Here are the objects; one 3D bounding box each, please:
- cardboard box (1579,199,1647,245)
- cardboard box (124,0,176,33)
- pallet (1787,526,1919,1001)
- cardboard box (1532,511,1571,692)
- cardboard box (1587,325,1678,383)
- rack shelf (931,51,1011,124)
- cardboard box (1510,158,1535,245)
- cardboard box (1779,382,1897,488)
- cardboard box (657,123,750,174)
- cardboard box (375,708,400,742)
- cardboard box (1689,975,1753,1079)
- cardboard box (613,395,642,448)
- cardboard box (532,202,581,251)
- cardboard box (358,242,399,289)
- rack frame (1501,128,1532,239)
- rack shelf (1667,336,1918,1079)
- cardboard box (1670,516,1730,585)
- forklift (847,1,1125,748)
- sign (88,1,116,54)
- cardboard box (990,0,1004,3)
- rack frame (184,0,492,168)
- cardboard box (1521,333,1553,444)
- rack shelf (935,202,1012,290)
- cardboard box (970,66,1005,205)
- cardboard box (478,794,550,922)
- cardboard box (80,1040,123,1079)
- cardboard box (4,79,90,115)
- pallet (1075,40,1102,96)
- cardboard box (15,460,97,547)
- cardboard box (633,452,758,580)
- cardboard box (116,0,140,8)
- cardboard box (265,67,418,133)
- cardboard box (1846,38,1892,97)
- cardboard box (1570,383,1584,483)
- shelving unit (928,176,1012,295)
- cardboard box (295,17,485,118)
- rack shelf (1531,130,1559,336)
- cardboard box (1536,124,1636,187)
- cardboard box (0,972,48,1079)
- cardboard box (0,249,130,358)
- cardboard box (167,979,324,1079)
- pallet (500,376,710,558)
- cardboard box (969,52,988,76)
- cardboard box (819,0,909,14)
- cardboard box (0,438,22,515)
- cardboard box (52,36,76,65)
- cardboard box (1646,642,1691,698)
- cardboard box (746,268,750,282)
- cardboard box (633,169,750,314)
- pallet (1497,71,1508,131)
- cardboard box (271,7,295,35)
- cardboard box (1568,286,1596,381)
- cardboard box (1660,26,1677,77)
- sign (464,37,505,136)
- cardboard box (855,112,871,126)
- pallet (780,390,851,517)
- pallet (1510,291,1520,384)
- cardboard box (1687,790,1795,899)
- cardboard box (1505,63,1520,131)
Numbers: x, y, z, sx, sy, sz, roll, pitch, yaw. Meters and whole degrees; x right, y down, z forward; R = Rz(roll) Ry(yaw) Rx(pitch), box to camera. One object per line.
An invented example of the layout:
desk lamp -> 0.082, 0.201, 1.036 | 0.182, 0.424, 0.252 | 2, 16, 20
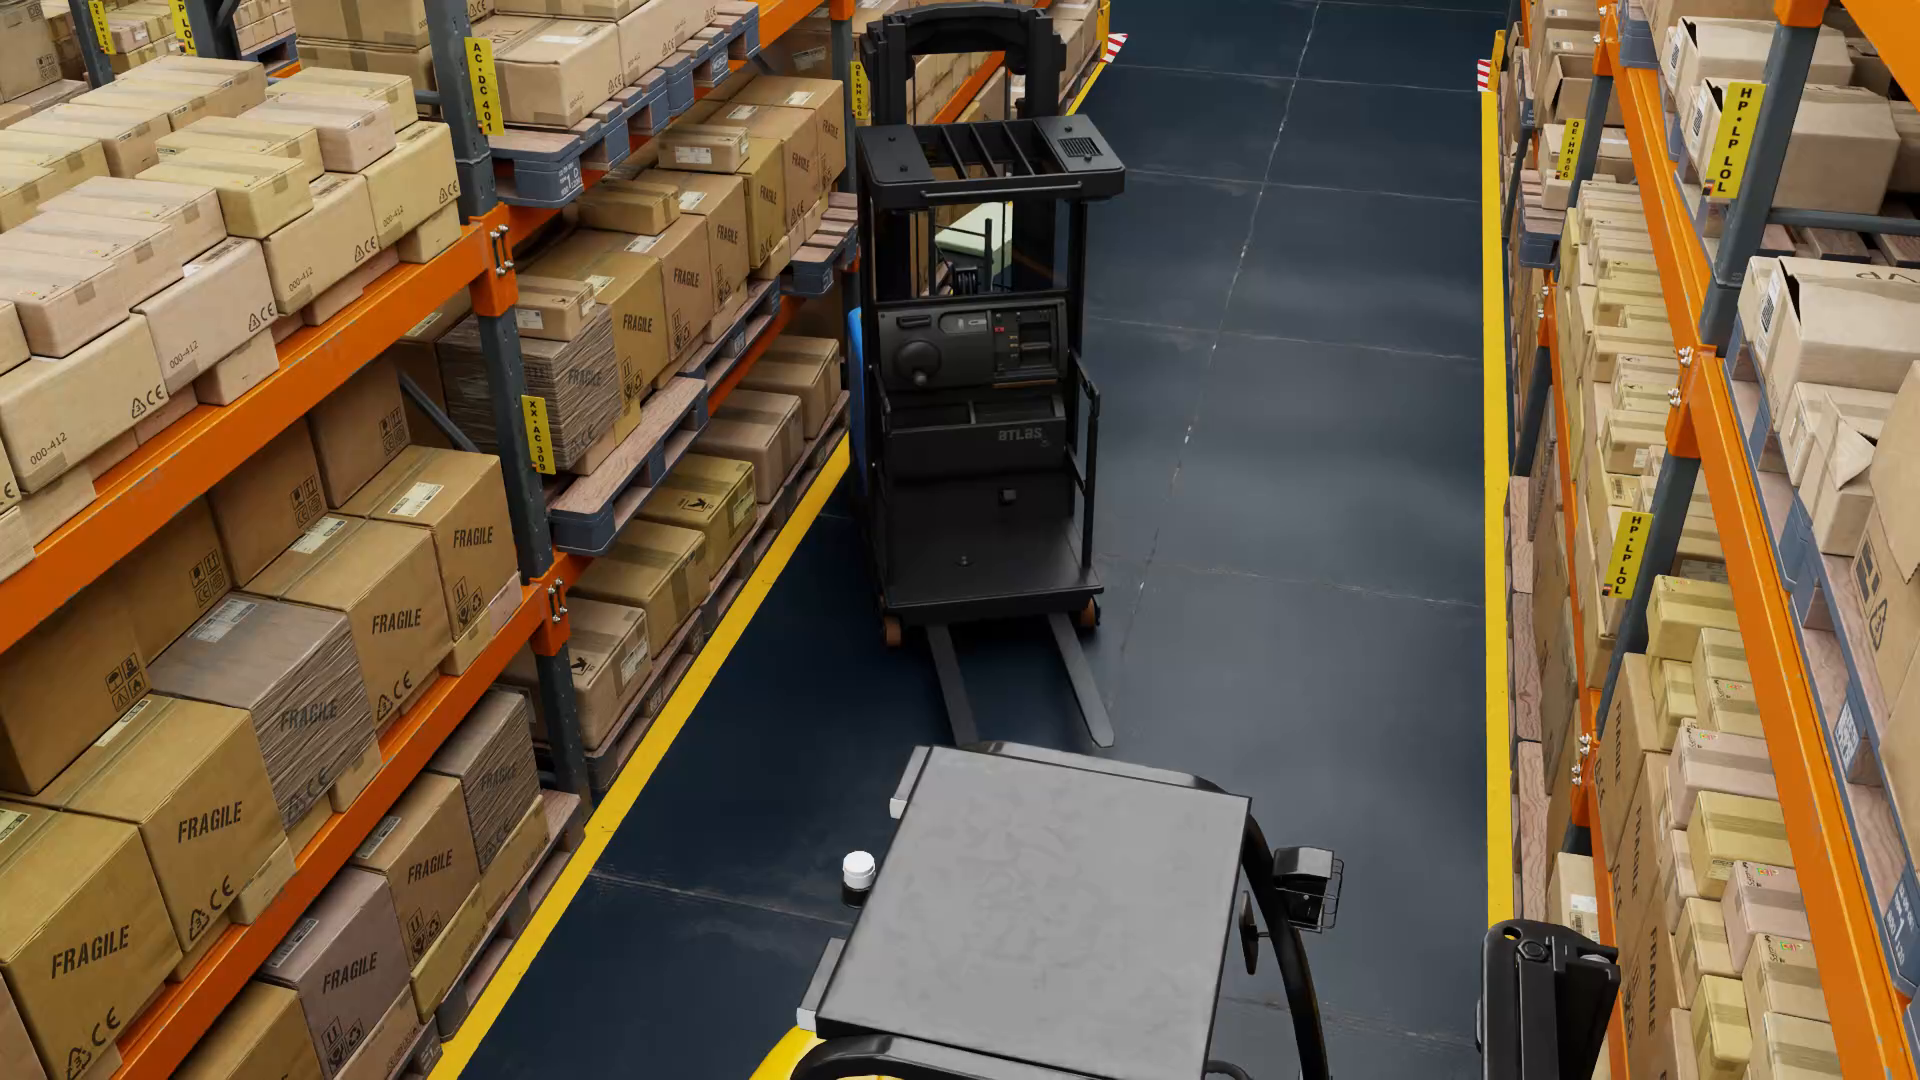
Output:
cardboard box -> 3.267, -1.553, 8.199 | 0.380, 0.149, 0.250 | 9, 33, 13
cardboard box -> -5.480, -3.599, 11.403 | 0.380, 0.149, 0.250 | 8, 33, 12
pallet -> 2.181, 0.423, 3.075 | 1.003, 0.211, 1.213 | 8, 33, 12
cardboard box -> 3.199, 0.335, 7.749 | 0.875, 0.625, 0.625 | 7, 33, 10
cardboard box -> 2.844, -0.764, 6.958 | 0.380, 0.149, 0.250 | 7, 33, 11
rack shelf -> -0.596, -2.909, 11.701 | 1.077, 0.370, 4.000 | 8, 33, 12
cardboard box -> 4.374, -2.479, 12.292 | 0.500, 0.500, 0.500 | 9, 34, 14
cardboard box -> 2.081, -0.214, 3.745 | 0.380, 0.149, 0.250 | 9, 34, 14
cardboard box -> -1.246, -1.906, 8.086 | 0.380, 0.149, 0.250 | 6, 33, 10
cardboard box -> -2.180, 0.597, 5.748 | 0.380, 0.149, 0.250 | 8, 33, 12
cardboard box -> 1.937, 1.188, 3.887 | 0.380, 0.149, 0.250 | 7, 33, 11
cardboard box -> -1.601, -0.543, 7.150 | 0.380, 0.149, 0.250 | 9, 33, 13
cardboard box -> -1.962, -1.240, 7.642 | 0.500, 0.500, 0.500 | 9, 34, 14
cardboard box -> -2.052, -0.935, 5.363 | 0.380, 0.149, 0.250 | 8, 33, 13
rack frame -> 4.714, -3.577, 12.080 | 1.000, 3.000, 0.127 | 8, 33, 12
rack shelf -> 2.176, 0.650, 3.306 | 1.077, 0.370, 4.000 | 8, 33, 12
cardboard box -> 2.556, 0.051, 5.676 | 0.380, 0.149, 0.250 | 9, 34, 14
forklift -> 0.103, -0.905, 7.941 | 1.130, 2.935, 3.031 | -5, 33, -8
sign -> -5.379, -3.211, 10.426 | 0.100, 0.325, 0.005 | 8, 33, 12
cardboard box -> 0.035, -4.136, 12.634 | 0.500, 0.250, 0.500 | 8, 33, 12
rack frame -> -2.118, -2.631, 5.001 | 1.000, 3.000, 0.127 | 8, 33, 12
cardboard box -> 3.598, -0.872, 9.764 | 0.500, 0.500, 0.500 | 9, 34, 14
rack shelf -> 0.174, -1.709, 9.812 | 0.431, 0.370, 0.720 | 16, 36, 24
cardboard box -> -0.168, -3.199, 13.074 | 0.875, 0.875, 0.875 | 9, 34, 14
cardboard box -> -2.008, 1.227, 6.695 | 0.500, 0.250, 0.500 | 10, 34, 15
cardboard box -> -2.509, 1.411, 4.469 | 0.380, 0.149, 0.250 | 9, 34, 14
cardboard box -> -5.771, -2.568, 10.401 | 0.500, 0.500, 0.500 | 8, 33, 12
pallet -> 0.800, -4.724, 16.484 | 1.003, 0.211, 1.213 | 8, 33, 12
cardboard box -> -2.383, -0.125, 4.088 | 0.380, 0.149, 0.250 | 7, 33, 11
cardboard box -> -1.634, -0.175, 8.787 | 0.950, 0.372, 0.625 | 9, 34, 14
cardboard box -> -6.039, -3.840, 11.783 | 0.380, 0.149, 0.250 | 9, 34, 14
cardboard box -> -1.988, -1.401, 5.353 | 0.380, 0.149, 0.250 | 9, 33, 13
cardboard box -> 3.232, -1.772, 6.179 | 0.380, 0.166, 0.250 | 8, 33, 12
cardboard box -> 2.960, -0.443, 7.291 | 0.500, 0.250, 0.500 | 9, 34, 14
shelving unit -> 0.174, -1.379, 10.022 | 0.431, 1.500, 0.755 | 16, 36, 24
cardboard box -> -2.110, -1.802, 6.241 | 0.500, 0.250, 0.500 | 7, 33, 11
rack shelf -> 4.206, -2.235, 10.641 | 1.077, 0.370, 4.000 | 8, 33, 12
cardboard box -> 3.654, -2.207, 9.673 | 0.500, 0.250, 0.500 | 6, 33, 10
cardboard box -> -2.617, 1.332, 3.989 | 0.500, 0.500, 0.500 | 9, 34, 14
cardboard box -> -2.289, -0.584, 4.067 | 0.380, 0.149, 0.250 | 8, 33, 13
cardboard box -> -2.392, 1.719, 5.223 | 0.500, 0.500, 0.500 | 9, 33, 13
pallet -> -1.784, -0.395, 7.254 | 1.003, 0.211, 1.213 | 8, 33, 12
cardboard box -> -0.088, -3.656, 12.345 | 0.500, 0.250, 0.500 | 8, 33, 12
cardboard box -> -0.625, -3.120, 10.337 | 0.500, 0.500, 0.500 | 8, 33, 13
cardboard box -> -2.504, -0.108, 3.690 | 0.500, 0.250, 0.500 | 9, 34, 14
cardboard box -> -6.232, -3.312, 11.229 | 0.380, 0.149, 0.250 | 9, 33, 13
cardboard box -> 2.349, 0.388, 5.145 | 0.380, 0.149, 0.250 | 8, 33, 12
cardboard box -> -1.291, -1.371, 8.453 | 0.380, 0.149, 0.250 | 8, 33, 13
cardboard box -> -1.337, -1.431, 7.943 | 0.500, 0.500, 0.500 | 7, 33, 10
pallet -> 5.508, -4.022, 15.381 | 1.003, 0.211, 1.213 | 8, 33, 12
cardboard box -> -5.206, -3.895, 12.424 | 0.380, 0.149, 0.250 | 7, 33, 11
cardboard box -> 3.072, -0.923, 7.580 | 0.500, 0.250, 0.500 | 7, 33, 11
cardboard box -> 2.865, -1.817, 6.265 | 0.380, 0.149, 0.250 | 8, 33, 12
sign -> -1.591, -1.513, 5.557 | 0.100, 0.325, 0.005 | 8, 33, 12
cardboard box -> -0.736, -2.552, 10.142 | 0.500, 0.250, 0.500 | 8, 33, 12
pallet -> -1.303, -0.593, 9.986 | 1.003, 0.211, 1.213 | 8, 33, 12
pallet -> 4.237, -1.338, 11.157 | 1.003, 0.211, 1.213 | 8, 33, 12
cardboard box -> 2.077, 0.798, 4.224 | 0.380, 0.149, 0.250 | 8, 33, 12
cardboard box -> 4.997, -3.771, 14.325 | 0.500, 0.500, 0.500 | 9, 33, 13
